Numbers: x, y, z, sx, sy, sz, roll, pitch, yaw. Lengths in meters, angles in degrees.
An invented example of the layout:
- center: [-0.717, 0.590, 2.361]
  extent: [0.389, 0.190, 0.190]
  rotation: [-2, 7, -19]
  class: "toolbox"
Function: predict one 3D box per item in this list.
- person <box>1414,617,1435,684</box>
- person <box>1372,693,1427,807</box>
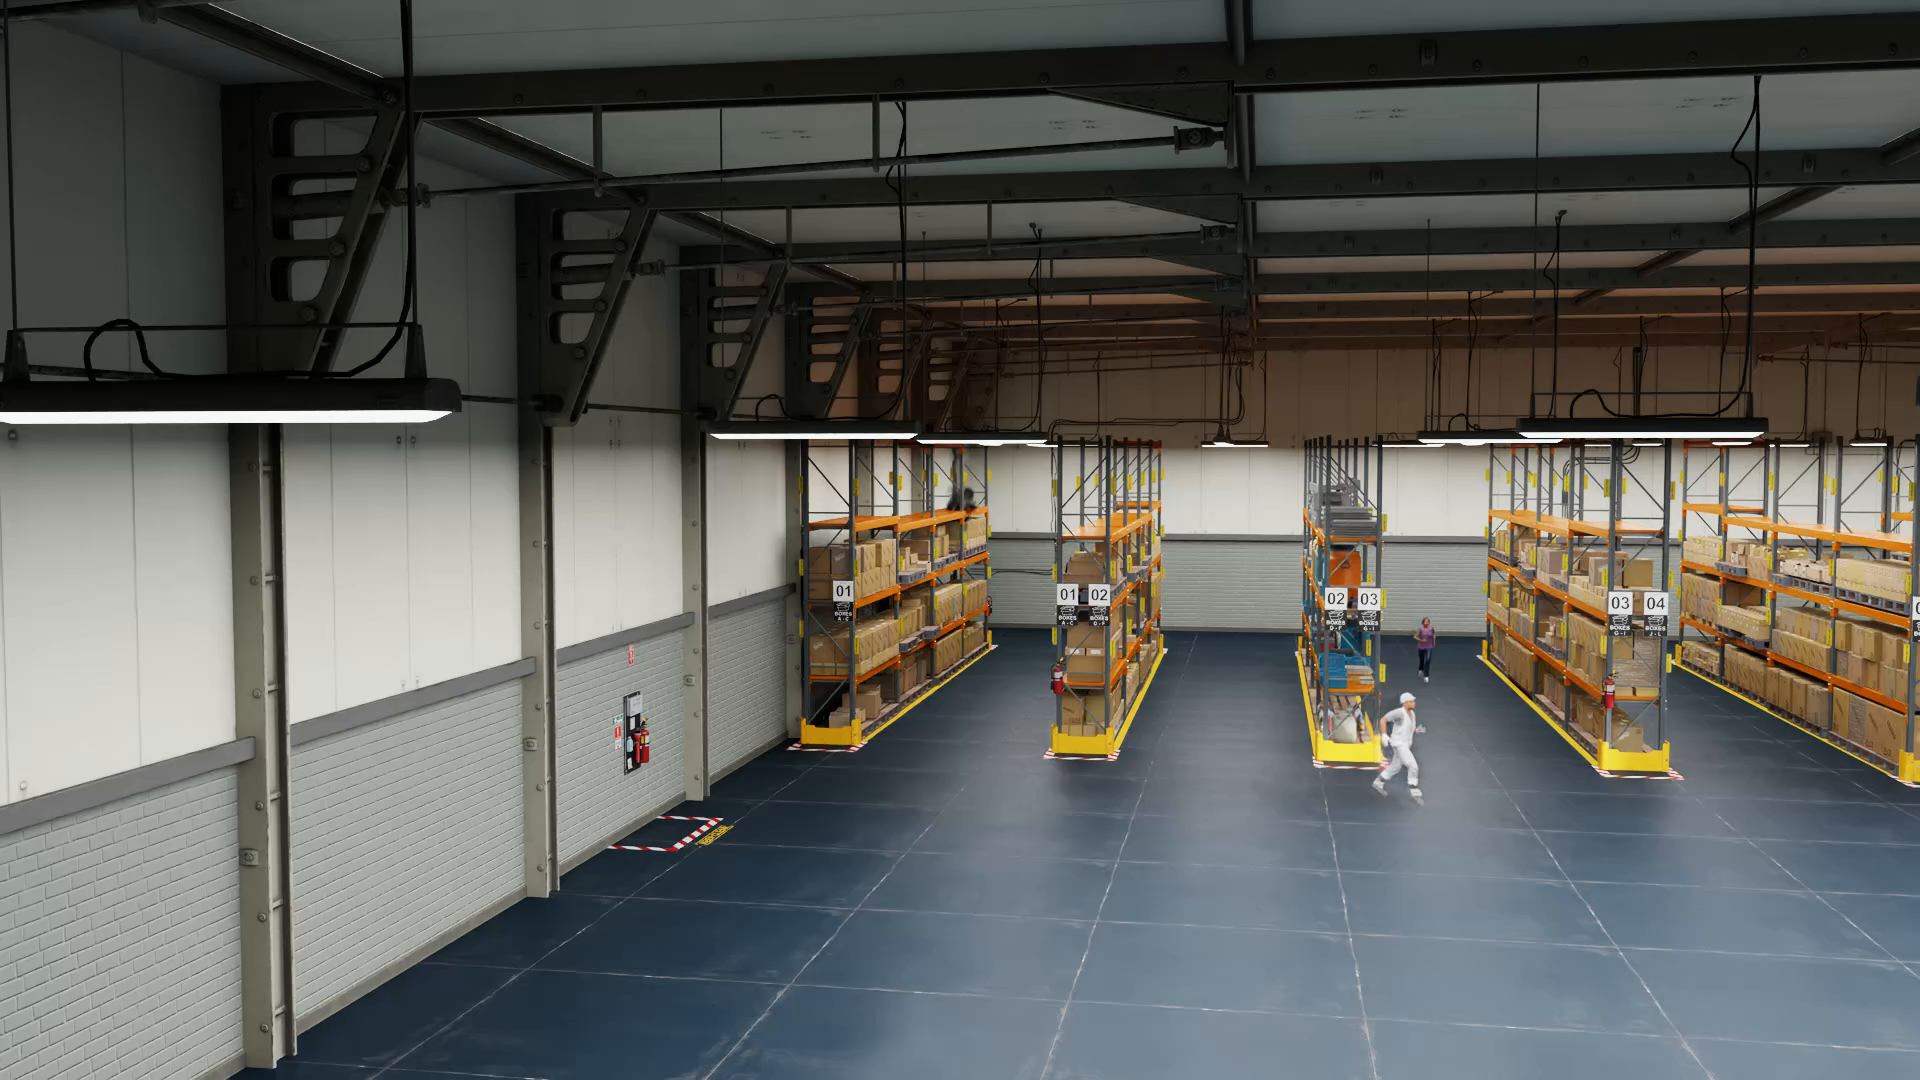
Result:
- center: [11.507, 2.707, 41.189]
  extent: [0.563, 1.597, 0.905]
  rotation: [0, 3, 4]
  class: "person"
- center: [7.137, 3.372, 26.985]
  extent: [0.959, 1.822, 0.692]
  rotation: [3, 4, 41]
  class: "person"
